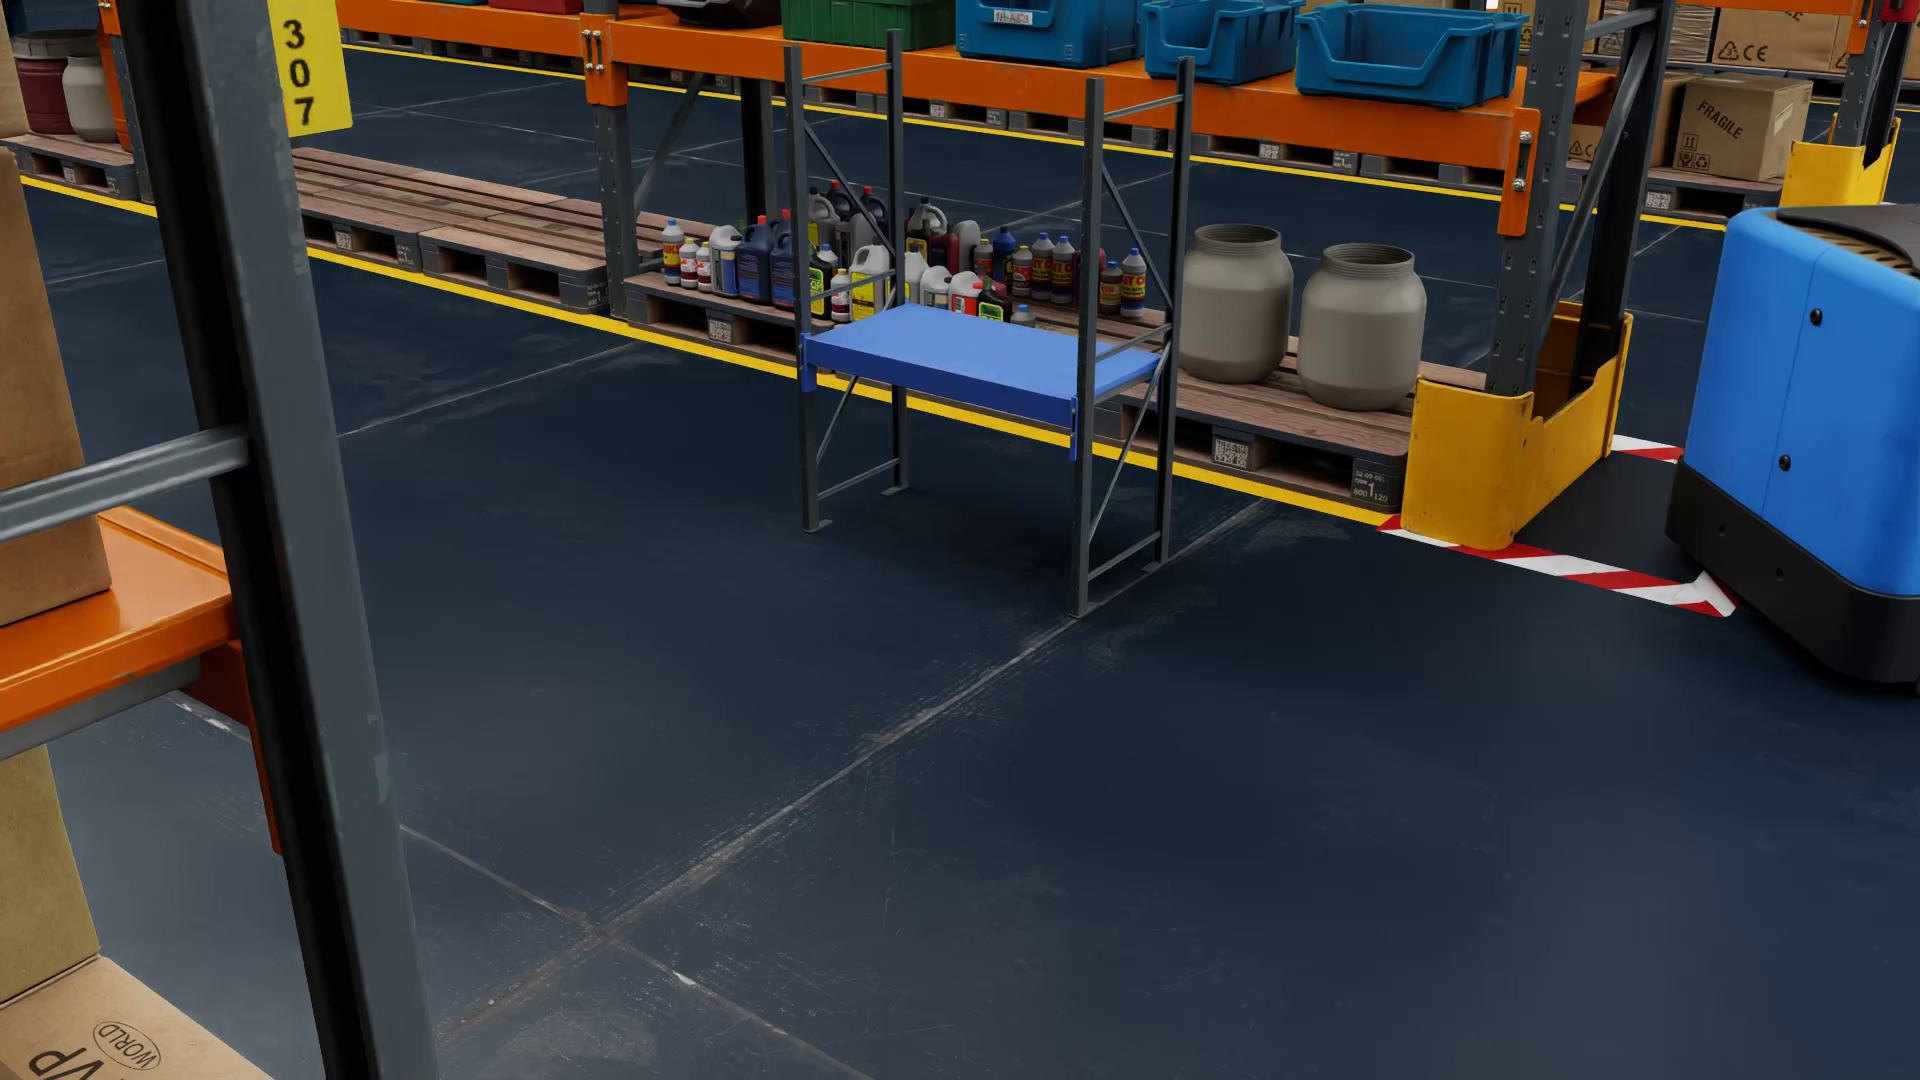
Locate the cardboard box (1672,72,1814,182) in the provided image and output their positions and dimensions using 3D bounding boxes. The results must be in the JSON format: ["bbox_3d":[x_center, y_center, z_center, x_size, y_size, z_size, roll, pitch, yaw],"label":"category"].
[{"bbox_3d":[4.448,-2.357,9.459,0.500,0.500,0.500,-20,31,-38],"label":"cardboard box"}]

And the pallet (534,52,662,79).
[{"bbox_3d":[-3.021,-4.321,14.795,1.213,0.211,1.003,17,29,33],"label":"pallet"}]

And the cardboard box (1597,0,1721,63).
[{"bbox_3d":[5.978,-4.524,13.911,0.875,0.875,0.875,17,29,34],"label":"cardboard box"}]

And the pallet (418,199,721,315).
[{"bbox_3d":[-1.885,-1.423,8.217,1.213,0.211,1.003,17,29,33],"label":"pallet"}]

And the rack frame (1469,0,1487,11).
[{"bbox_3d":[4.793,-5.695,14.456,0.127,3.000,1.000,17,29,33],"label":"rack frame"}]

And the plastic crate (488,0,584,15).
[{"bbox_3d":[-1.804,-2.569,7.281,0.583,0.464,0.402,17,29,33],"label":"plastic crate"}]

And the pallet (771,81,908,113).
[{"bbox_3d":[-0.839,-3.621,13.207,1.213,0.211,1.003,17,29,33],"label":"pallet"}]

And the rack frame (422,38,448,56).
[{"bbox_3d":[-4.664,-6.054,15.270,0.127,3.000,1.000,17,29,33],"label":"rack frame"}]

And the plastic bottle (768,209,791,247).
[{"bbox_3d":[-0.750,-1.228,7.057,0.185,0.351,0.144,17,29,33],"label":"plastic bottle"}]

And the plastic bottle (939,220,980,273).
[{"bbox_3d":[-0.006,-1.249,7.196,0.135,0.276,0.152,17,29,34],"label":"plastic bottle"}]

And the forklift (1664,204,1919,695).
[{"bbox_3d":[3.718,-1.179,4.290,3.031,2.935,1.130,-2,24,-5],"label":"forklift"}]

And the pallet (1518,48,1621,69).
[{"bbox_3d":[5.354,-4.210,14.544,1.213,0.211,1.003,17,29,33],"label":"pallet"}]

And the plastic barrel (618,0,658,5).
[{"bbox_3d":[-1.361,-2.942,7.585,0.708,0.901,0.600,17,29,33],"label":"plastic barrel"}]

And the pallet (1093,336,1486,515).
[{"bbox_3d":[1.231,-0.480,6.077,1.213,0.211,1.003,17,29,33],"label":"pallet"}]

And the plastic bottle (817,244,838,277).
[{"bbox_3d":[-0.545,-1.076,6.810,0.097,0.271,0.097,0,24,0],"label":"plastic bottle"}]

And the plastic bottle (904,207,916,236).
[{"bbox_3d":[-0.236,-1.345,7.405,0.133,0.283,0.061,19,30,37],"label":"plastic bottle"}]

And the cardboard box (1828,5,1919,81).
[{"bbox_3d":[7.411,-4.091,12.928,0.875,0.875,0.875,17,29,34],"label":"cardboard box"}]

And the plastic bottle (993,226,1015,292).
[{"bbox_3d":[0.187,-1.202,7.096,0.097,0.271,0.097,0,24,0],"label":"plastic bottle"}]

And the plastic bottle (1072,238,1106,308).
[{"bbox_3d":[0.533,-1.112,6.877,0.133,0.283,0.061,17,29,34],"label":"plastic bottle"}]

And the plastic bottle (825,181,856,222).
[{"bbox_3d":[-0.545,-1.448,7.556,0.185,0.351,0.144,16,28,32],"label":"plastic bottle"}]

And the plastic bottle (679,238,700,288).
[{"bbox_3d":[-1.160,-1.199,7.177,0.097,0.201,0.097,0,24,0],"label":"plastic bottle"}]

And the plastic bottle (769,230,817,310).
[{"bbox_3d":[-0.685,-1.136,6.848,0.185,0.351,0.144,15,28,31],"label":"plastic bottle"}]

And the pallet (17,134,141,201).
[{"bbox_3d":[-5.090,-2.390,10.412,1.213,0.211,1.003,17,29,33],"label":"pallet"}]

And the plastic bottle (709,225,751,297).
[{"bbox_3d":[-0.966,-1.189,7.060,0.135,0.276,0.152,18,30,35],"label":"plastic bottle"}]

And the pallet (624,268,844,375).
[{"bbox_3d":[-0.721,-1.070,7.416,1.213,0.211,1.003,17,29,33],"label":"pallet"}]

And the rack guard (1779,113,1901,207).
[{"bbox_3d":[4.877,-2.027,9.230,0.348,0.500,1.175,17,29,33],"label":"rack guard"}]

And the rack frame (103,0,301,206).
[{"bbox_3d":[-4.434,-3.489,9.448,0.127,3.000,1.000,17,29,33],"label":"rack frame"}]

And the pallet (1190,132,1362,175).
[{"bbox_3d":[2.296,-2.692,11.099,1.213,0.211,1.003,17,29,33],"label":"pallet"}]

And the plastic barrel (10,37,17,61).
[{"bbox_3d":[-6.245,-3.036,10.985,0.421,0.512,0.421,0,24,0],"label":"plastic barrel"}]

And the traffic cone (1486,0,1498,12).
[{"bbox_3d":[5.849,-6.004,18.303,0.334,0.463,0.336,17,29,33],"label":"traffic cone"}]

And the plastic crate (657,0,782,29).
[{"bbox_3d":[-0.891,-2.325,6.885,0.504,0.338,0.767,17,29,33],"label":"plastic crate"}]

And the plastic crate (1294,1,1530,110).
[{"bbox_3d":[1.387,-1.511,5.143,0.616,0.251,0.499,17,29,33],"label":"plastic crate"}]

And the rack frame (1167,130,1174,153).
[{"bbox_3d":[1.737,-4.120,10.880,0.127,3.000,1.000,17,29,33],"label":"rack frame"}]

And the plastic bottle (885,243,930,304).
[{"bbox_3d":[-0.196,-0.988,6.512,0.185,0.351,0.144,18,30,35],"label":"plastic bottle"}]

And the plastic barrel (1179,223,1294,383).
[{"bbox_3d":[0.994,-0.864,6.055,0.421,0.512,0.421,0,24,0],"label":"plastic barrel"}]

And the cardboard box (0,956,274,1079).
[{"bbox_3d":[-1.302,0.908,2.359,0.500,0.250,0.500,17,29,33],"label":"cardboard box"}]

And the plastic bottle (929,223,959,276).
[{"bbox_3d":[-0.069,-1.217,7.116,0.133,0.283,0.061,17,29,33],"label":"plastic bottle"}]

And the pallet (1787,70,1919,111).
[{"bbox_3d":[7.307,-3.620,13.205,1.213,0.211,1.003,17,29,33],"label":"pallet"}]

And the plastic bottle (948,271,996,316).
[{"bbox_3d":[0.050,-0.882,6.363,0.135,0.276,0.152,17,29,34],"label":"plastic bottle"}]

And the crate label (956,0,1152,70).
[{"bbox_3d":[0.332,-1.928,5.862,0.616,0.435,0.502,17,29,33],"label":"crate label"}]

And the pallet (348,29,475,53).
[{"bbox_3d":[-5.226,-4.987,16.307,1.213,0.211,1.003,17,29,33],"label":"pallet"}]

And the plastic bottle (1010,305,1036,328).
[{"bbox_3d":[0.235,-0.778,6.220,0.097,0.201,0.097,0,24,0],"label":"plastic bottle"}]

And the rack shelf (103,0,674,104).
[{"bbox_3d":[-2.834,-2.676,8.495,4.000,0.370,1.077,17,29,33],"label":"rack shelf"}]

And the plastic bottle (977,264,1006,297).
[{"bbox_3d":[0.113,-0.919,6.440,0.133,0.283,0.061,17,29,33],"label":"plastic bottle"}]

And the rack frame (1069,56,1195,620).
[{"bbox_3d":[0.475,-0.543,4.622,0.032,1.500,0.500,17,29,33],"label":"rack frame"}]

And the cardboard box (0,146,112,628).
[{"bbox_3d":[-1.372,-0.120,1.678,0.500,0.500,0.700,17,29,33],"label":"cardboard box"}]

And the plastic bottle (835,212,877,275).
[{"bbox_3d":[-0.460,-1.313,7.343,0.135,0.276,0.152,17,29,33],"label":"plastic bottle"}]

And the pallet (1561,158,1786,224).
[{"bbox_3d":[4.248,-2.102,9.760,1.213,0.211,1.003,17,29,33],"label":"pallet"}]

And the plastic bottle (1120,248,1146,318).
[{"bbox_3d":[0.703,-1.046,6.742,0.097,0.271,0.097,0,24,0],"label":"plastic bottle"}]

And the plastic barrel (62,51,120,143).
[{"bbox_3d":[-5.341,-2.763,10.365,0.421,0.512,0.421,0,24,0],"label":"plastic barrel"}]

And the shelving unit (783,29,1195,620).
[{"bbox_3d":[0.068,-0.666,4.901,1.048,1.500,0.538,17,29,33],"label":"shelving unit"}]

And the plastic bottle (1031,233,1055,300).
[{"bbox_3d":[0.349,-1.153,6.985,0.097,0.271,0.097,0,24,0],"label":"plastic bottle"}]

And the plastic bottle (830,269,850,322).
[{"bbox_3d":[-0.473,-0.992,6.705,0.097,0.201,0.097,0,24,0],"label":"plastic bottle"}]

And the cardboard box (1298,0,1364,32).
[{"bbox_3d":[3.472,-5.214,15.632,0.750,0.750,1.050,17,29,33],"label":"cardboard box"}]

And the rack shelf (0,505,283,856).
[{"bbox_3d":[-2.607,-0.111,2.675,4.000,0.370,1.077,17,29,33],"label":"rack shelf"}]

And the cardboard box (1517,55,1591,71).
[{"bbox_3d":[3.460,-2.648,10.119,0.500,0.500,0.500,20,31,38],"label":"cardboard box"}]

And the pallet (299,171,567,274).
[{"bbox_3d":[-2.866,-1.718,8.887,1.213,0.211,1.003,17,29,33],"label":"pallet"}]
